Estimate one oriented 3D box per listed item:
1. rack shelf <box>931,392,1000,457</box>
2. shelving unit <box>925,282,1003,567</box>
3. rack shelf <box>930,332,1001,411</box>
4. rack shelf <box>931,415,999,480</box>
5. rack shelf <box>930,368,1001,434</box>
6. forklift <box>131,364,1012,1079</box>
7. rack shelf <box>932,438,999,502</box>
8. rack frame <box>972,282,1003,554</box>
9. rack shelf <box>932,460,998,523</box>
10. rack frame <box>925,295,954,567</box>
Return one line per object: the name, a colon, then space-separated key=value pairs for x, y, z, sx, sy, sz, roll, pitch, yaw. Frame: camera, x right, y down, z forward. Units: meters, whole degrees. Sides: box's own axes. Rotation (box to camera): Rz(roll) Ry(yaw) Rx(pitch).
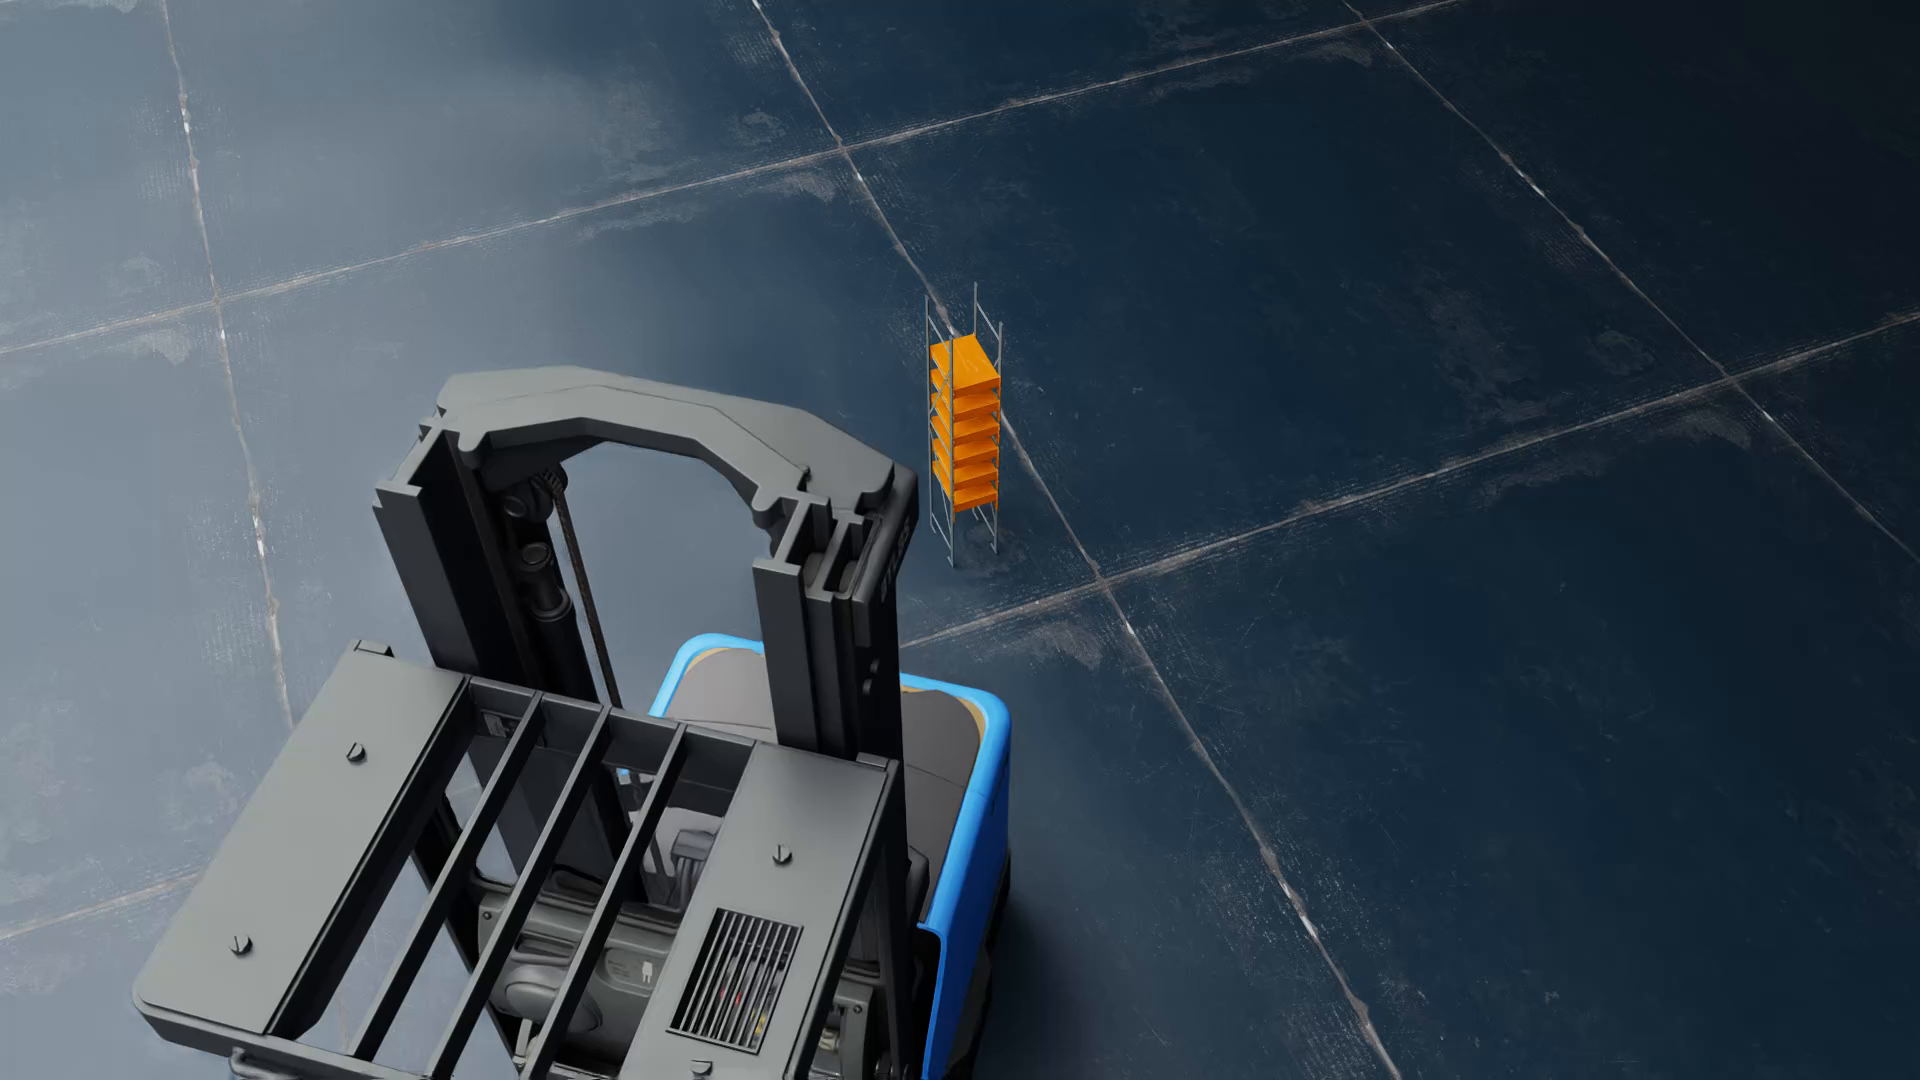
rack shelf: x=0.013 y=-0.444 z=6.082 sx=0.180 sy=0.103 sz=0.258 roll=-17 pitch=52 yaw=-14
shelving unit: x=0.013 y=-0.395 z=6.139 sx=0.189 sy=1.200 sz=0.258 roll=-17 pitch=52 yaw=-14
rack shelf: x=0.013 y=-0.601 z=5.900 sx=0.180 sy=0.103 sz=0.258 roll=-17 pitch=52 yaw=-14
rack shelf: x=0.013 y=-0.366 z=6.173 sx=0.180 sy=0.103 sz=0.258 roll=-17 pitch=52 yaw=-14
rack shelf: x=0.013 y=-0.522 z=5.991 sx=0.180 sy=0.103 sz=0.258 roll=-17 pitch=52 yaw=-14
forklift: x=-0.708 y=1.183 z=3.643 sx=1.130 sy=2.935 sz=3.031 roll=11 pitch=50 yaw=10
rack shelf: x=0.013 y=-0.288 z=6.264 sx=0.180 sy=0.103 sz=0.258 roll=-17 pitch=52 yaw=-14
rack frame: x=0.098 y=-0.421 z=6.162 sx=0.006 sy=1.200 sz=0.240 roll=-17 pitch=52 yaw=-14
rack shelf: x=0.013 y=-0.210 z=6.355 sx=0.180 sy=0.103 sz=0.258 roll=-17 pitch=52 yaw=-14
rack frame: x=-0.071 y=-0.369 z=6.117 sx=0.006 sy=1.200 sz=0.240 roll=-17 pitch=52 yaw=-14
